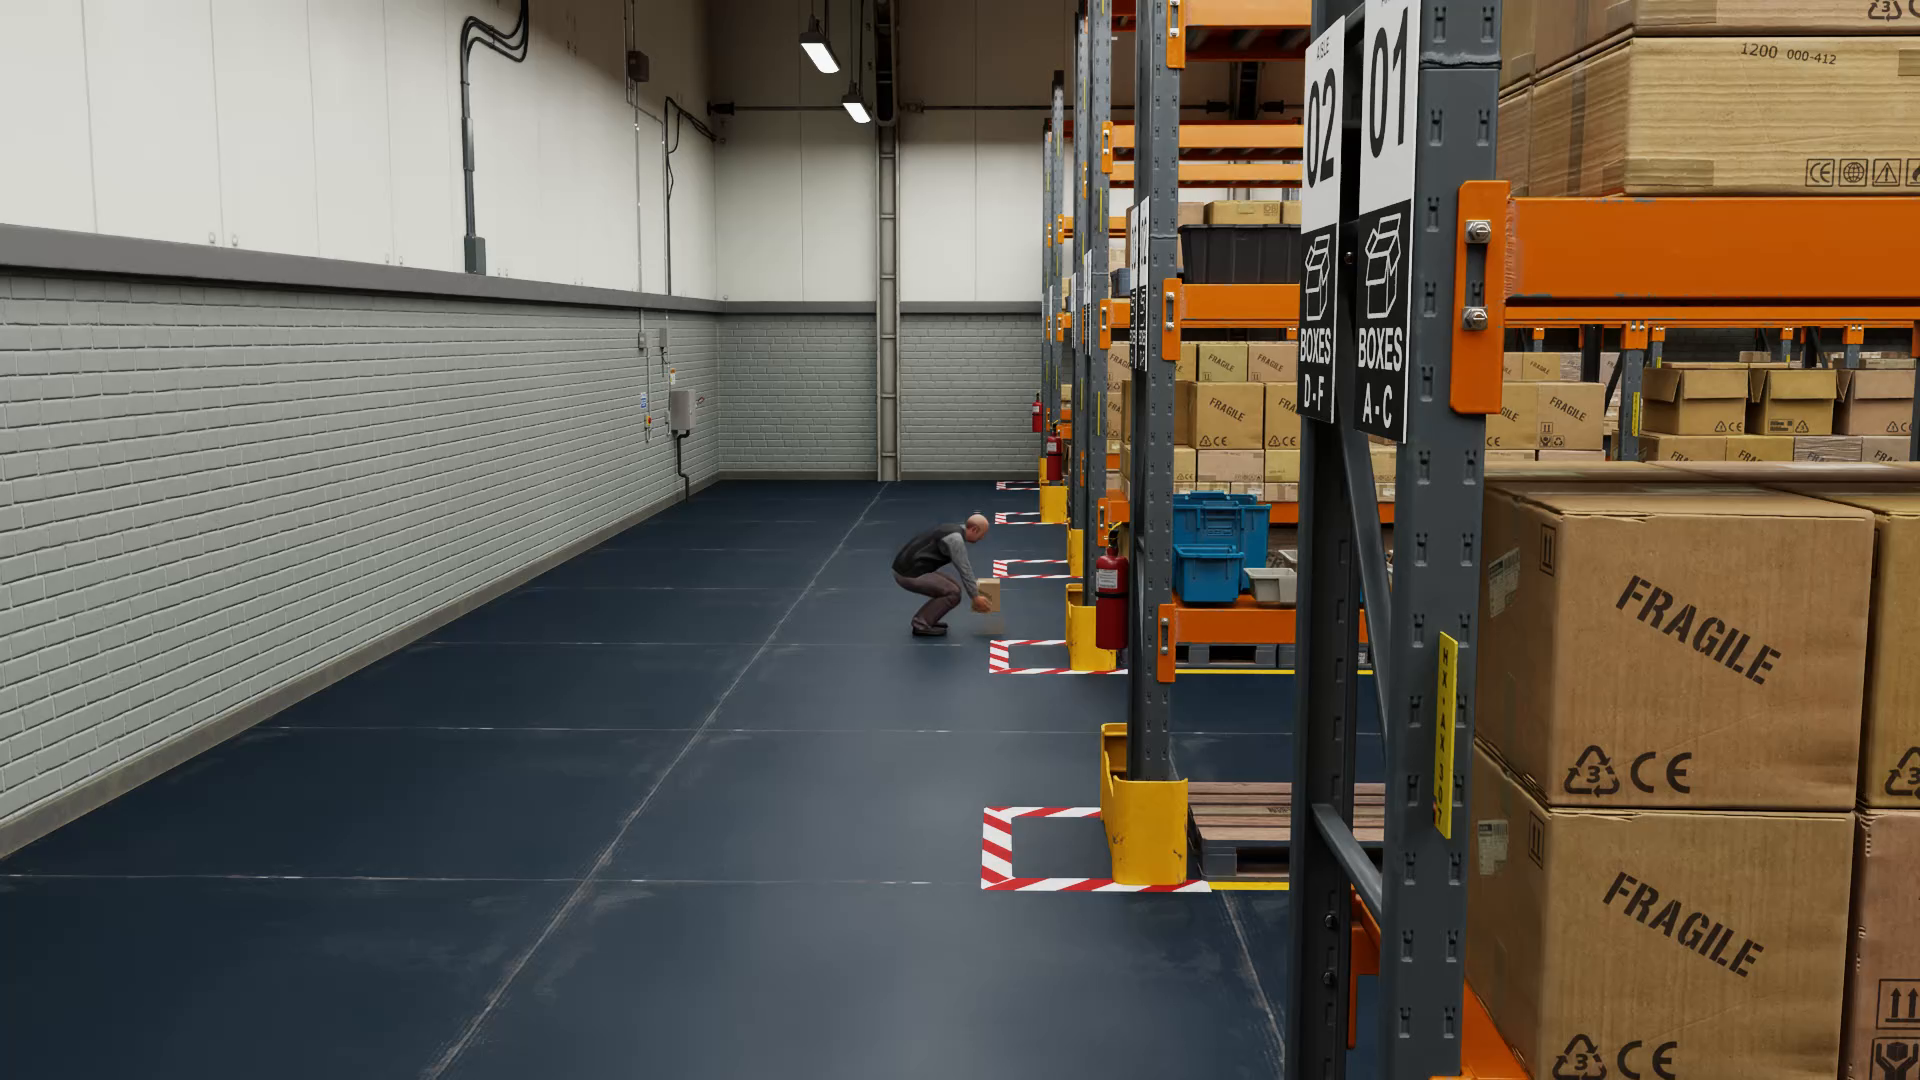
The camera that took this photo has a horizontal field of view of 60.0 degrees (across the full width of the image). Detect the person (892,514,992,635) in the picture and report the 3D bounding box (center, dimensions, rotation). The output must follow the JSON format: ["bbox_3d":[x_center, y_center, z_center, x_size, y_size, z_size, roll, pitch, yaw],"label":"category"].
[{"bbox_3d":[-0.155,0.289,14.384,0.858,1.024,0.550,0,7,1],"label":"person"}]
